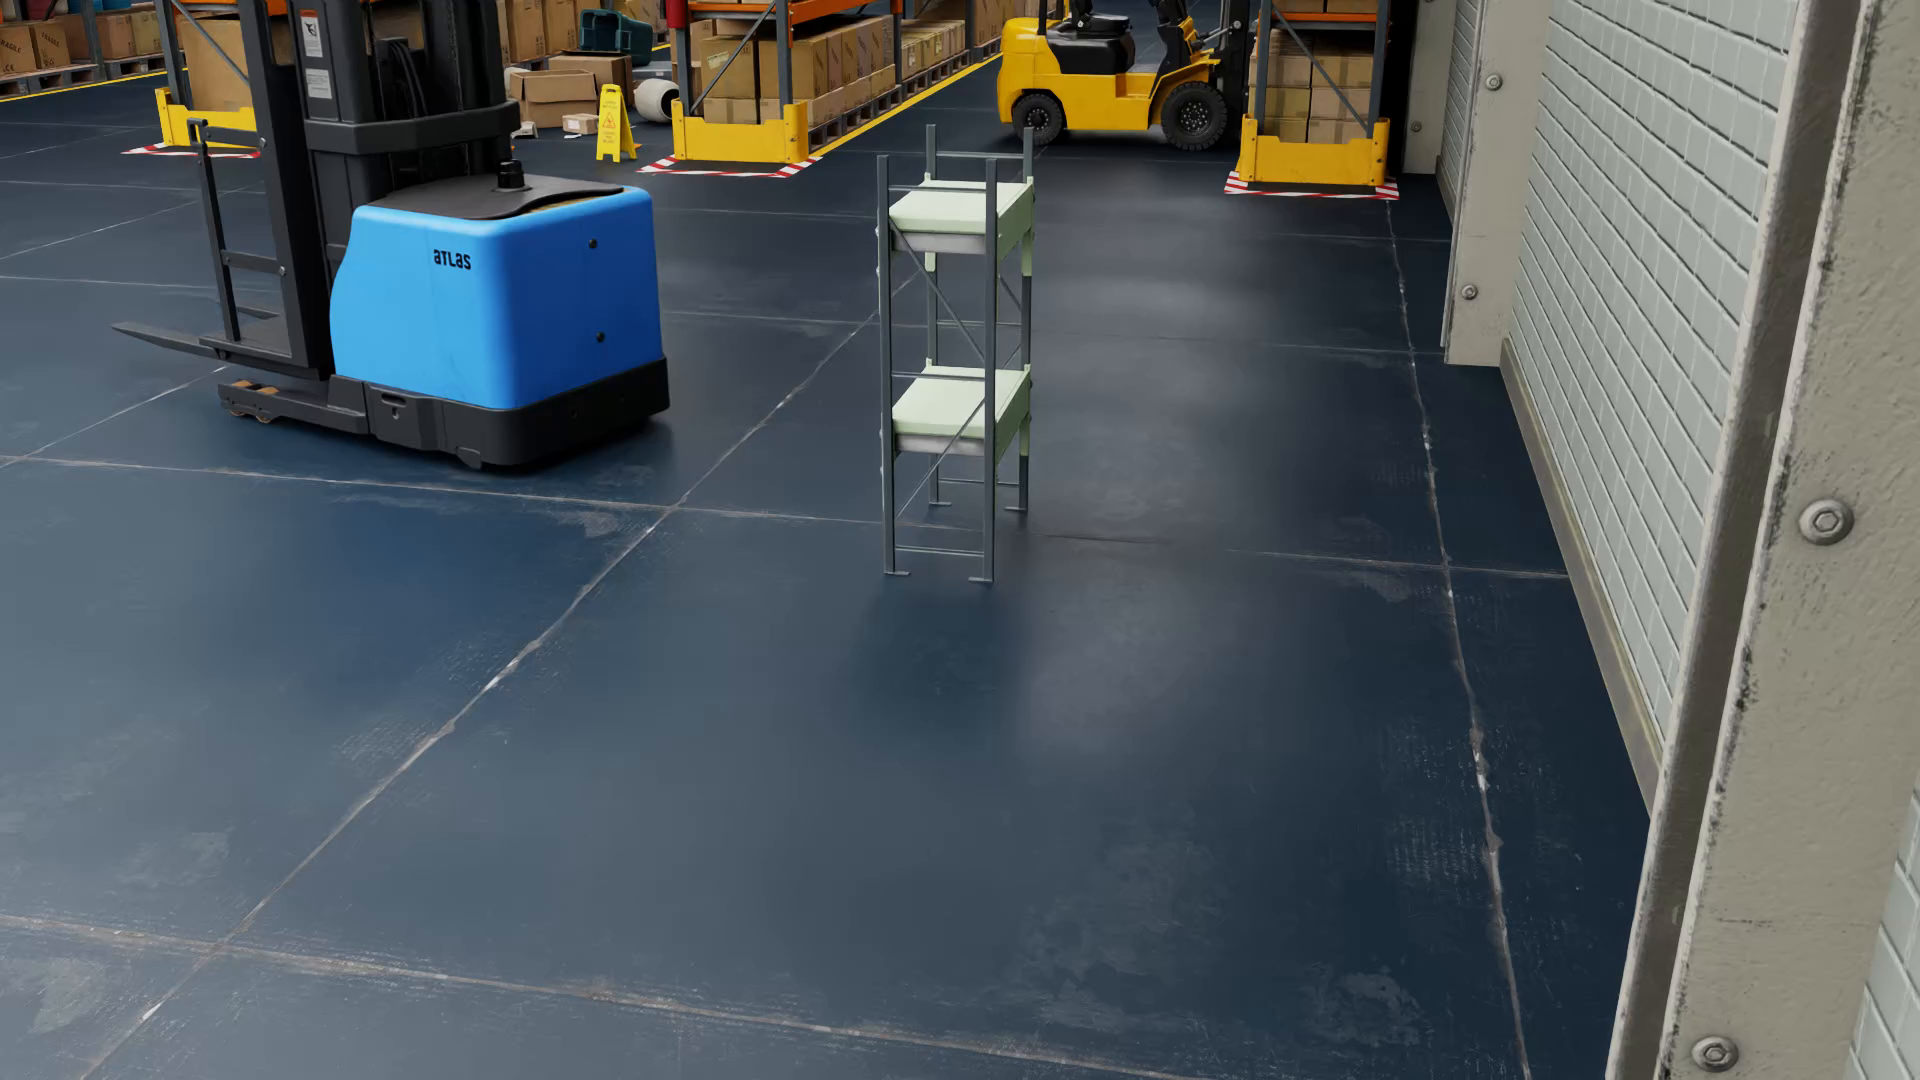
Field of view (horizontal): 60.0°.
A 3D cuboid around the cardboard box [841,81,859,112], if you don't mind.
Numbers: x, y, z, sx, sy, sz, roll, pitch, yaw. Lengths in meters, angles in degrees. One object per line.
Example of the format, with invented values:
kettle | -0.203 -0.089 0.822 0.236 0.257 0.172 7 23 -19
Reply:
cardboard box | -1.308 -4.333 16.214 0.500 0.250 0.500 6 23 15

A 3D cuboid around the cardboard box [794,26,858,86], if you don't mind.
cardboard box | -1.301 -4.677 16.066 0.500 0.500 0.500 5 22 12

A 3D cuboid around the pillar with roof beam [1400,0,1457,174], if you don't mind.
pillar with roof beam | -0.284 -7.672 13.359 9.100 9.000 0.400 4 22 11

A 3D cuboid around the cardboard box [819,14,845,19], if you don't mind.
cardboard box | -1.522 -5.288 17.582 0.500 0.500 0.500 6 23 13

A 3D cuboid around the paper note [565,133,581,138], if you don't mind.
paper note | -3.710 -3.873 15.929 0.148 0.019 0.142 -3 22 -8

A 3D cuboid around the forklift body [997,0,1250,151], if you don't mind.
forklift body | 1.507 -4.814 15.429 2.313 2.155 1.214 4 22 11

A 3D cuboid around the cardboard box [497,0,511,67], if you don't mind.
cardboard box | -5.965 -5.941 19.539 1.050 0.750 0.750 4 22 11

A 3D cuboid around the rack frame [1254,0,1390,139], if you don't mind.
rack frame | 2.906 -4.376 13.203 1.000 3.000 0.127 4 22 11

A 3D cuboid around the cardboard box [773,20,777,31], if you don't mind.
cardboard box | -1.927 -4.961 15.903 0.380 0.149 0.250 5 23 13

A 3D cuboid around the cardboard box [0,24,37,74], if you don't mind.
cardboard box | -11.069 -5.653 19.158 0.500 0.500 0.500 12 25 28

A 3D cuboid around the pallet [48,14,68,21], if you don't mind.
pallet | -14.500 -8.254 26.566 1.003 0.211 1.213 4 22 11

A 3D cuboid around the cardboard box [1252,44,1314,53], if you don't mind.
cardboard box | 2.793 -4.138 14.393 0.500 0.250 0.500 5 22 12

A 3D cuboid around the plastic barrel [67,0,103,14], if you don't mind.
plastic barrel | -14.328 -9.039 27.029 0.600 0.901 0.708 4 22 11

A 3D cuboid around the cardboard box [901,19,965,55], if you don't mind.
cardboard box | -0.446 -6.448 21.305 0.950 0.372 0.625 3 22 7

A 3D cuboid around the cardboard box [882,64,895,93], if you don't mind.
cardboard box | -0.995 -4.898 17.619 0.500 0.250 0.500 5 23 13

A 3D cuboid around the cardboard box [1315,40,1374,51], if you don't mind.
cardboard box | 3.401 -4.285 14.758 0.500 0.250 0.500 4 22 11

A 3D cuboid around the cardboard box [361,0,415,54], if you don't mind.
cardboard box | -6.381 -5.210 17.558 0.875 0.875 0.875 5 22 11

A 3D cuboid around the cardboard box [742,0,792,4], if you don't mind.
cardboard box | -1.682 -4.745 14.455 0.380 0.149 0.250 5 22 11

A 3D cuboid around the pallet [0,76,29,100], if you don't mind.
pallet | -11.188 -4.982 18.440 1.003 0.211 1.213 4 22 11

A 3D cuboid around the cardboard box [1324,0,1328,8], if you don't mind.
cardboard box | 3.364 -4.774 14.059 0.500 0.500 0.500 5 23 13

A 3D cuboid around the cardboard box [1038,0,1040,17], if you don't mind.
cardboard box | 0.910 -8.696 26.799 0.875 0.438 0.875 4 22 9

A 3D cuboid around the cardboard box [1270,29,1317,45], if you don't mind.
cardboard box | 3.112 -4.700 15.787 0.500 0.250 0.500 5 23 13

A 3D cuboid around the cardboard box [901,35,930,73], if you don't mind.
cardboard box | -0.890 -5.647 19.314 0.950 0.372 0.625 6 23 14

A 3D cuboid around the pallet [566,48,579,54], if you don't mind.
pallet | -5.423 -6.443 22.068 1.003 0.211 1.213 4 22 11

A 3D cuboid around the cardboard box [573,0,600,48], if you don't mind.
cardboard box | -5.400 -6.954 22.055 1.050 0.750 0.750 4 22 10

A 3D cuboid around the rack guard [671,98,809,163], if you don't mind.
rack guard | -1.938 -3.621 14.675 1.175 0.500 0.348 4 22 11

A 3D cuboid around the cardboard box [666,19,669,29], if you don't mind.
cardboard box | -4.490 -7.852 24.619 0.500 0.500 0.500 4 22 10

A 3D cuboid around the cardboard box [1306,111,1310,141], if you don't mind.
cardboard box | 2.804 -3.672 14.574 0.500 0.250 0.500 4 22 11

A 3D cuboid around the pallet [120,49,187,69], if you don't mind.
pallet | -10.435 -6.410 21.987 1.003 0.211 1.213 4 22 11

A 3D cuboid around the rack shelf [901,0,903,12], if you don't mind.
rack shelf | -0.729 -6.613 19.722 1.077 0.370 4.000 4 22 11

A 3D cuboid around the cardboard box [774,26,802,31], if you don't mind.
cardboard box | -1.833 -4.708 16.143 0.500 0.500 0.500 4 22 10

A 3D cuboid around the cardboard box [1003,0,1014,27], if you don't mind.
cardboard box | 0.270 -7.787 23.955 0.875 0.875 0.875 5 22 12

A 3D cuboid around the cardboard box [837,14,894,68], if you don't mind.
cardboard box | -0.996 -5.246 17.478 0.500 0.500 0.500 4 22 10

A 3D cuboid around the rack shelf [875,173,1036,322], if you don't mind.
rack shelf | -0.001 -1.055 5.922 0.431 0.370 0.720 4 22 11

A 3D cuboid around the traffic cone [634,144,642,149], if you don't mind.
traffic cone | -3.129 -3.831 15.248 0.336 0.463 0.334 4 22 11

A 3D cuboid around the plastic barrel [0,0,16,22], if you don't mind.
plastic barrel | -14.761 -8.246 25.580 0.421 0.512 0.421 0 22 0

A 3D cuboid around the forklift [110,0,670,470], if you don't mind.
forklift | -2.866 -2.052 7.526 3.031 2.935 1.130 13 25 29

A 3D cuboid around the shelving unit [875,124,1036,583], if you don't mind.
shelving unit | -0.001 -0.693 6.067 0.431 1.500 0.755 4 22 11

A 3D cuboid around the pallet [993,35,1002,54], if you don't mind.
pallet | 0.164 -7.112 23.731 1.003 0.211 1.213 4 22 11

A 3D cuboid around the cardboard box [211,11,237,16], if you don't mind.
cardboard box | -10.241 -7.028 22.546 0.700 0.500 0.500 3 22 6

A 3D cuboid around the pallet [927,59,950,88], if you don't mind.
pallet | -0.733 -5.654 20.111 1.003 0.211 1.213 4 22 11

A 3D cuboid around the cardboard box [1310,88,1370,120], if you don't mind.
cardboard box | 3.205 -3.683 13.932 0.500 0.250 0.500 5 22 12

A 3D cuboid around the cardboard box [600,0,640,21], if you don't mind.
cardboard box | -4.794 -7.293 23.231 0.500 0.500 0.500 4 22 9

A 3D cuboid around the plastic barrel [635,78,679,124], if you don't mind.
plastic barrel | -3.014 -4.428 16.783 0.421 0.421 0.512 -16 27 -35

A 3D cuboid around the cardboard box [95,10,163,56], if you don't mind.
cardboard box | -10.577 -6.411 21.015 0.700 0.500 0.500 4 22 11

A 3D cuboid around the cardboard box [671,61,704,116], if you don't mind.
cardboard box | -2.688 -4.769 17.522 0.500 0.500 0.500 -16 27 -35

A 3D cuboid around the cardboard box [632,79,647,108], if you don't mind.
cardboard box | -3.405 -4.813 17.949 0.258 0.266 0.396 -11 25 -26

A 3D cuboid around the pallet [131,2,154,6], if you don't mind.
pallet | -13.943 -9.253 29.045 1.003 0.211 1.213 4 22 11

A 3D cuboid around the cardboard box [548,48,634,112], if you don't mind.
cardboard box | -3.891 -4.836 17.505 0.797 0.637 0.503 4 22 11

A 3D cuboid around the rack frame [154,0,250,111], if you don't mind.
rack frame | -6.820 -5.093 14.984 1.000 3.000 0.127 4 22 11

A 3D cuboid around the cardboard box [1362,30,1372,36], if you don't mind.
cardboard box | 3.723 -4.840 16.137 0.500 0.250 0.500 4 22 10

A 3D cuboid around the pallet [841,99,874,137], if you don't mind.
pallet | -1.487 -4.226 16.565 1.003 0.211 1.213 4 22 11

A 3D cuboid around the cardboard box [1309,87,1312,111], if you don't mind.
cardboard box | 2.812 -3.911 14.499 0.500 0.250 0.500 4 22 10

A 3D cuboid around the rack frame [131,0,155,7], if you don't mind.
rack frame | -14.055 -10.274 27.849 1.000 3.000 0.127 4 22 11
